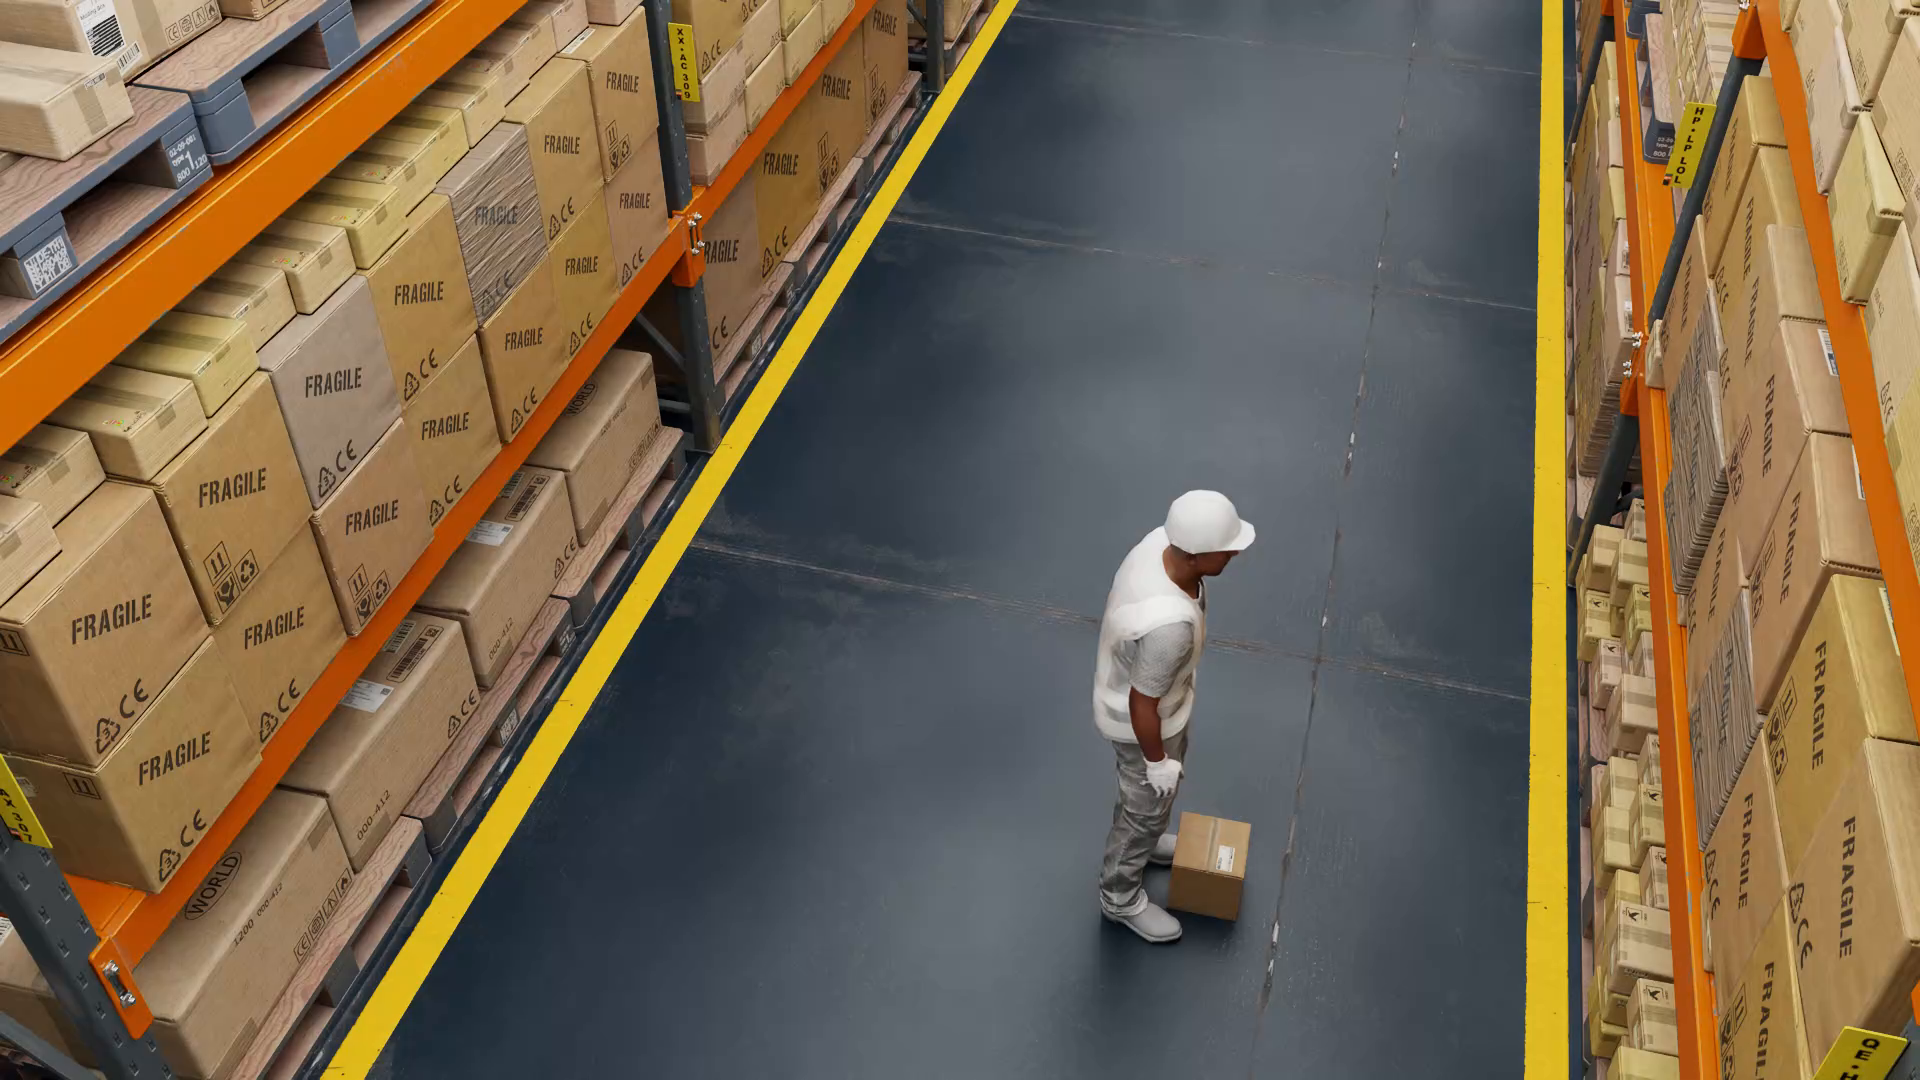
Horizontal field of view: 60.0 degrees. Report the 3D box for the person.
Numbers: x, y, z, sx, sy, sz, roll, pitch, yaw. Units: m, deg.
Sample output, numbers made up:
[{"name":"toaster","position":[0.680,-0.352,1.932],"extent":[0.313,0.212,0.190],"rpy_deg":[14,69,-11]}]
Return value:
[{"name":"person","position":[0.665,0.550,5.508],"extent":[0.444,1.774,0.629],"rpy_deg":[8,41,9]}]
